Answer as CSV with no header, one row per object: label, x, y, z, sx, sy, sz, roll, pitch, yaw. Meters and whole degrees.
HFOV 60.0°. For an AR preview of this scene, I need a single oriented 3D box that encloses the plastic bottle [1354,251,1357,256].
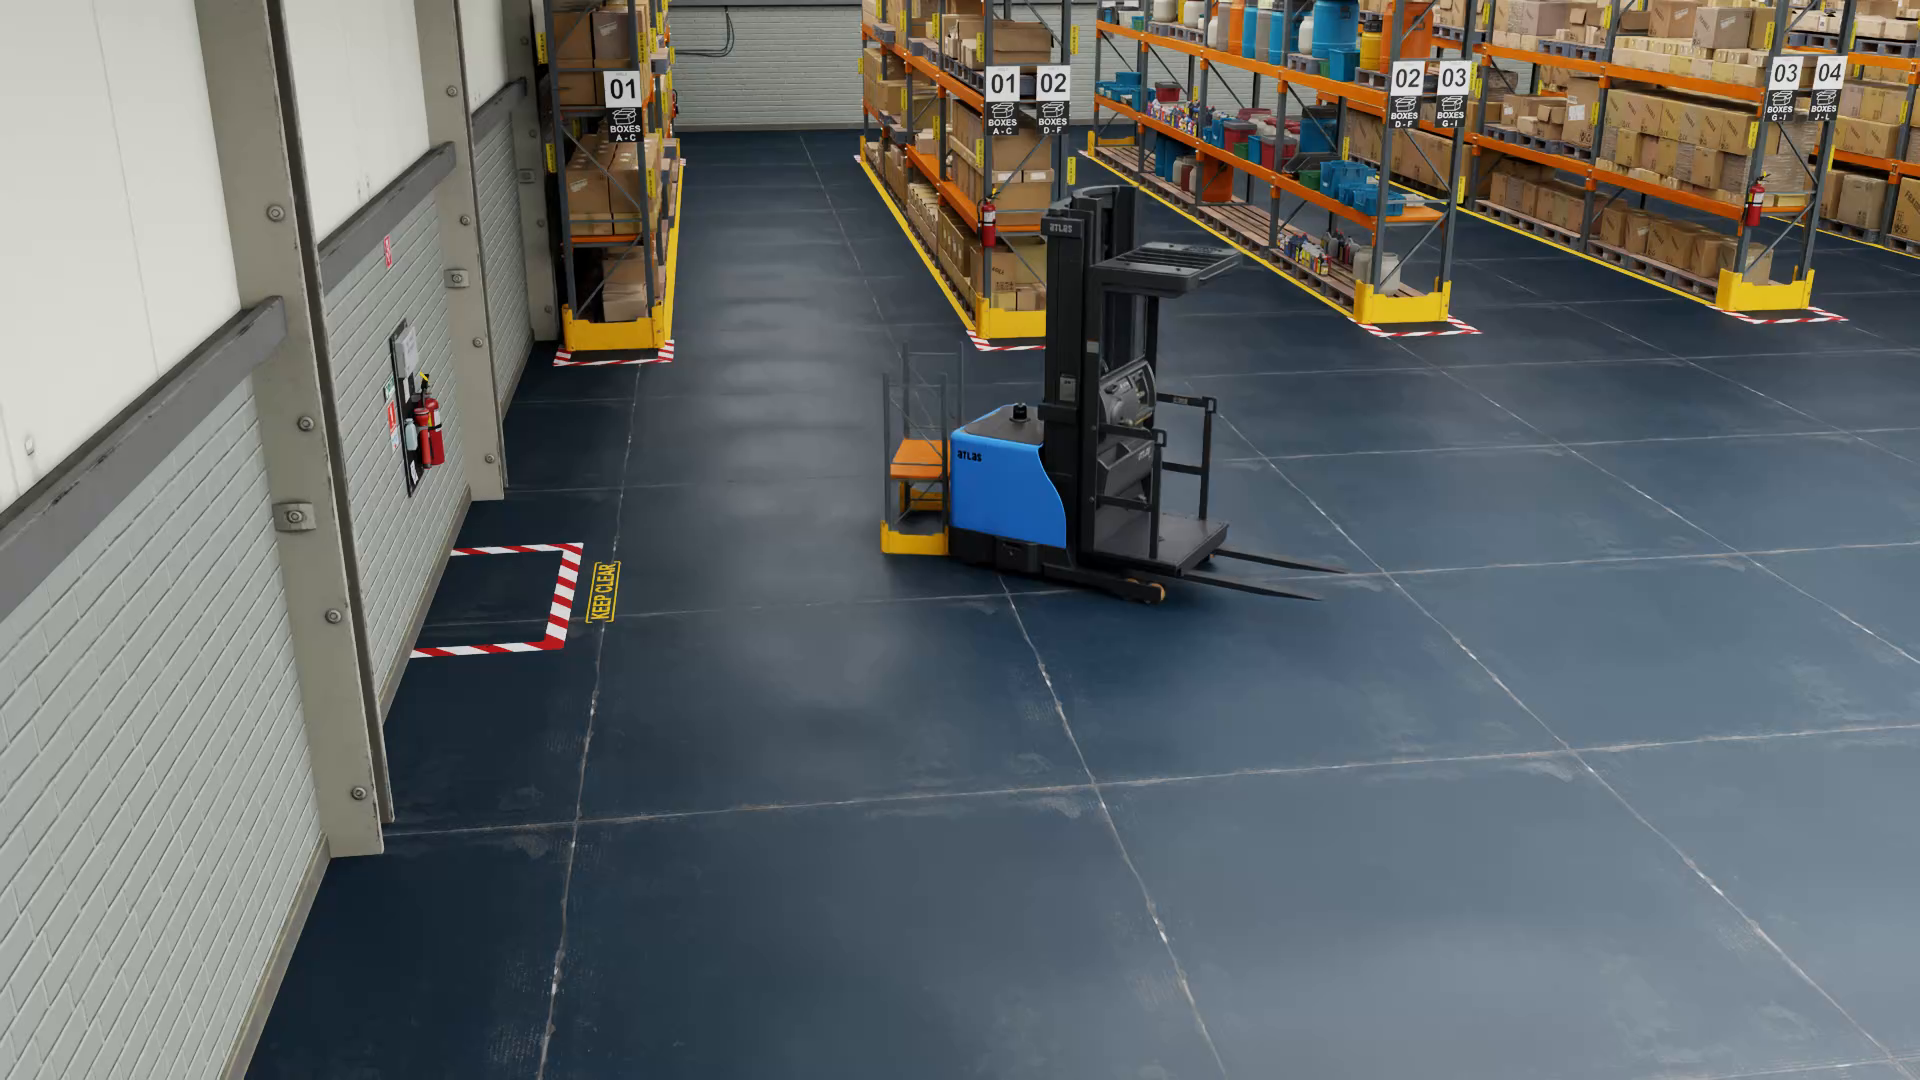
plastic bottle,5.623,-4.000,23.509,0.097,0.201,0.097,0,20,0

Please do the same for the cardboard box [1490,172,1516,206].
cardboard box,9.548,-6.026,28.508,0.700,0.500,0.500,-4,21,-11

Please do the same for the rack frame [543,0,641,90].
rack frame,-4.120,-6.513,18.294,1.000,3.000,0.127,-3,21,-8

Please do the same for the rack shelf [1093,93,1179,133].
rack shelf,3.665,-8.713,33.785,1.077,0.370,4.000,-3,21,-8

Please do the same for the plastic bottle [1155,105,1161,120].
plastic bottle,3.686,-7.949,30.897,0.097,0.271,0.097,0,20,0

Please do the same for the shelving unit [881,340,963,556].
shelving unit,-0.286,-0.777,13.652,0.587,1.500,1.083,2,21,6

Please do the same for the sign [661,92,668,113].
sign,-4.738,-7.009,26.653,0.100,0.325,0.005,-3,21,-8

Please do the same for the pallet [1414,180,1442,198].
pallet,9.220,-6.614,31.123,1.003,0.211,1.213,-3,21,-8

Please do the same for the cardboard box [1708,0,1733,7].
cardboard box,13.833,-9.819,30.195,0.396,0.266,0.258,-3,21,-8

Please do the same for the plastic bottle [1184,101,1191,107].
plastic bottle,4.330,-8.179,31.505,0.152,0.276,0.135,-3,21,-8

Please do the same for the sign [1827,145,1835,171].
sign,11.122,-4.885,21.272,0.100,0.325,0.005,-3,21,-8

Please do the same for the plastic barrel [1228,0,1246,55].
plastic barrel,4.528,-8.057,26.100,0.600,0.830,0.708,-3,21,-8

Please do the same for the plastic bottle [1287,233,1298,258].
plastic bottle,4.813,-4.252,23.971,0.144,0.351,0.185,-2,21,-6

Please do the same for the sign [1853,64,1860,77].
sign,18.113,-9.521,33.571,0.100,0.325,0.005,-3,21,-8

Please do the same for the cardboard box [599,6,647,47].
cardboard box,-4.042,-6.131,19.958,0.500,0.500,0.500,-2,21,-6

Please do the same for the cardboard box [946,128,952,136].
cardboard box,-0.038,-6.008,25.373,0.500,0.500,0.500,-3,21,-8

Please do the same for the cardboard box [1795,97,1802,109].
cardboard box,14.483,-7.622,28.264,0.700,0.500,0.500,-3,21,-9

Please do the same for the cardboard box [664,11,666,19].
cardboard box,-5.748,-9.866,31.028,0.500,0.250,0.500,-3,21,-9

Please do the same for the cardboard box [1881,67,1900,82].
cardboard box,18.541,-9.281,32.705,0.500,0.500,0.500,-3,21,-8

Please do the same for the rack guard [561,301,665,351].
rack guard,-4.131,-2.558,19.851,1.175,0.500,0.348,-3,21,-8

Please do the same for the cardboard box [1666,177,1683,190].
cardboard box,10.019,-4.937,23.007,0.380,0.149,0.250,-3,21,-8

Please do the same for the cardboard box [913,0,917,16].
cardboard box,-0.502,-8.972,27.593,0.500,0.500,0.500,-3,21,-8

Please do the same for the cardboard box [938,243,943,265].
cardboard box,-0.028,-4.072,23.661,0.500,0.250,0.500,-3,21,-8

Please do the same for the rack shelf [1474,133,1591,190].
rack shelf,9.720,-6.193,27.038,1.077,0.370,4.000,-3,21,-8

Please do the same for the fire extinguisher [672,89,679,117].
fire extinguisher,-5.991,-9.107,34.456,0.296,0.674,0.183,-3,21,-8

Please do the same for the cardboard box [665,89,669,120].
cardboard box,-5.451,-7.730,29.529,0.500,0.500,0.500,-3,21,-7

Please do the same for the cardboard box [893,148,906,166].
cardboard box,-0.903,-6.796,29.496,0.500,0.250,0.500,-3,21,-9

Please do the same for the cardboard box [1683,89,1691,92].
cardboard box,13.646,-8.390,30.800,0.380,0.149,0.250,-2,21,-5

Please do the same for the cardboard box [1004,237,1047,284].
cardboard box,0.850,-3.584,21.283,0.500,0.500,0.500,-3,21,-8

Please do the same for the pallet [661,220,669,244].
pallet,-5.162,-4.896,26.523,1.003,0.211,1.213,-3,21,-8

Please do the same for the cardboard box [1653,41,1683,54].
cardboard box,9.904,-6.868,23.175,0.380,0.149,0.250,-3,21,-9

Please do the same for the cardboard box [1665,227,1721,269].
cardboard box,10.320,-4.118,23.427,0.500,0.500,0.500,-1,21,-3

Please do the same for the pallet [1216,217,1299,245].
pallet,4.776,-4.974,26.733,1.003,0.211,1.213,-3,21,-8

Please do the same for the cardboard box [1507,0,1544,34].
cardboard box,9.314,-8.557,27.195,0.500,0.500,0.500,-3,21,-7

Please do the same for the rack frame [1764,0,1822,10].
rack frame,14.354,-10.248,28.293,1.000,3.000,0.127,-3,21,-8

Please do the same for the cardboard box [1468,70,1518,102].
cardboard box,9.342,-7.993,29.253,0.797,0.503,0.637,-2,21,-6

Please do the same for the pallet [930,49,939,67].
pallet,0.065,-6.959,24.048,0.805,0.209,1.217,-4,21,-10

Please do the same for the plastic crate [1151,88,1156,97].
plastic crate,3.916,-8.868,33.256,0.437,0.282,0.530,-3,21,-8

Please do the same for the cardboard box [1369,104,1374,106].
cardboard box,8.413,-8.757,33.233,0.380,0.149,0.250,-3,21,-9

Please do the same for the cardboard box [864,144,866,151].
cardboard box,-1.805,-8.202,34.835,0.380,0.149,0.250,-3,21,-8

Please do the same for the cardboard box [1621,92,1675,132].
cardboard box,9.895,-6.150,23.899,0.500,0.500,0.500,-3,21,-8

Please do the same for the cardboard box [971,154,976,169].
cardboard box,0.350,-4.876,21.413,0.380,0.149,0.250,-2,21,-6

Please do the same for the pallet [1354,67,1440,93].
pallet,5.661,-5.811,20.969,1.003,0.211,1.213,-3,21,-8

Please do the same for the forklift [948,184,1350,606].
forklift,1.445,-1.096,12.463,3.031,2.935,1.130,11,23,27

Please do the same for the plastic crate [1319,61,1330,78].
plastic crate,5.065,-6.333,22.402,0.336,0.188,0.450,-3,21,-8

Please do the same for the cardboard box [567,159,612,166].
cardboard box,-4.461,-4.321,20.111,0.500,0.500,0.500,-3,21,-7

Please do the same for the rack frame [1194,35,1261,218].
rack frame,4.530,-6.972,28.097,1.000,3.000,0.127,-3,21,-8

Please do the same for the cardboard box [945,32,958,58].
cardboard box,0.094,-6.590,22.114,0.500,0.311,0.500,-4,21,-11

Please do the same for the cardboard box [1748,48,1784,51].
cardboard box,10.674,-6.439,22.027,0.380,0.149,0.250,-3,21,-8

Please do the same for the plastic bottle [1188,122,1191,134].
plastic bottle,4.004,-7.152,28.863,0.097,0.201,0.097,0,20,0

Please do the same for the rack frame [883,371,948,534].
rack frame,-0.347,-0.597,13.171,0.500,1.500,0.032,2,21,6

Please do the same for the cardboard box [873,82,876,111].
cardboard box,-1.426,-8.672,32.505,0.500,0.500,0.500,-2,21,-7

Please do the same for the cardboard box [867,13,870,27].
cardboard box,-1.570,-10.291,32.910,0.500,0.250,0.500,-3,21,-8

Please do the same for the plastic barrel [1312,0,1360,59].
plastic barrel,5.145,-7.074,22.766,0.600,0.901,0.708,-3,21,-8

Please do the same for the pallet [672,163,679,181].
pallet,-6.061,-7.242,32.804,1.003,0.211,1.213,-3,21,-8

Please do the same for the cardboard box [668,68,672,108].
cardboard box,-6.227,-8.956,32.979,0.980,0.700,0.700,-3,21,-8

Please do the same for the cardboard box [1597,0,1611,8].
cardboard box,13.316,-10.899,33.824,0.500,0.250,0.500,-2,21,-6
